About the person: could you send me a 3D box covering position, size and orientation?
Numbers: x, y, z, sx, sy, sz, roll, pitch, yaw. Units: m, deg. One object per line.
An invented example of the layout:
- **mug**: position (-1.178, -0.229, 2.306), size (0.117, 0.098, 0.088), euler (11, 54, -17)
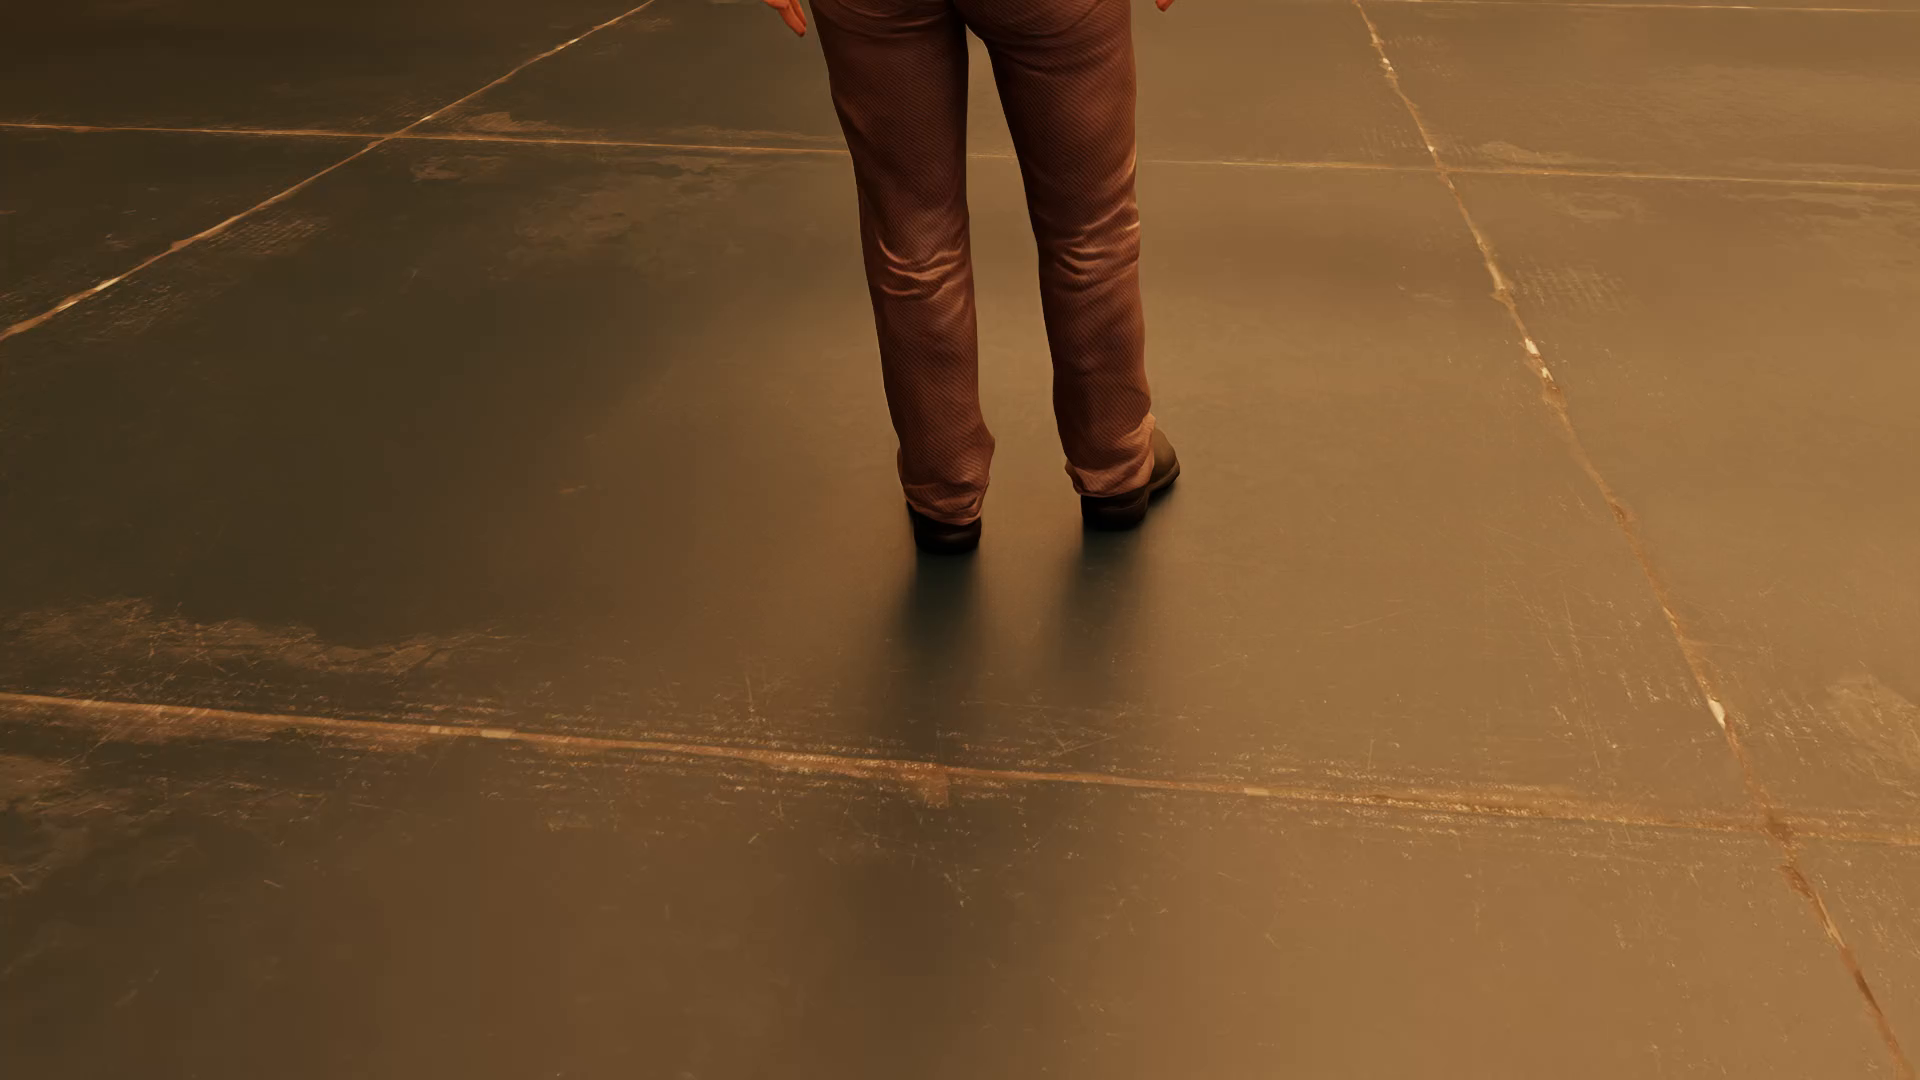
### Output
- **person**: position (0.015, -0.804, 2.168), size (0.633, 1.722, 0.566), euler (3, 27, 7)
